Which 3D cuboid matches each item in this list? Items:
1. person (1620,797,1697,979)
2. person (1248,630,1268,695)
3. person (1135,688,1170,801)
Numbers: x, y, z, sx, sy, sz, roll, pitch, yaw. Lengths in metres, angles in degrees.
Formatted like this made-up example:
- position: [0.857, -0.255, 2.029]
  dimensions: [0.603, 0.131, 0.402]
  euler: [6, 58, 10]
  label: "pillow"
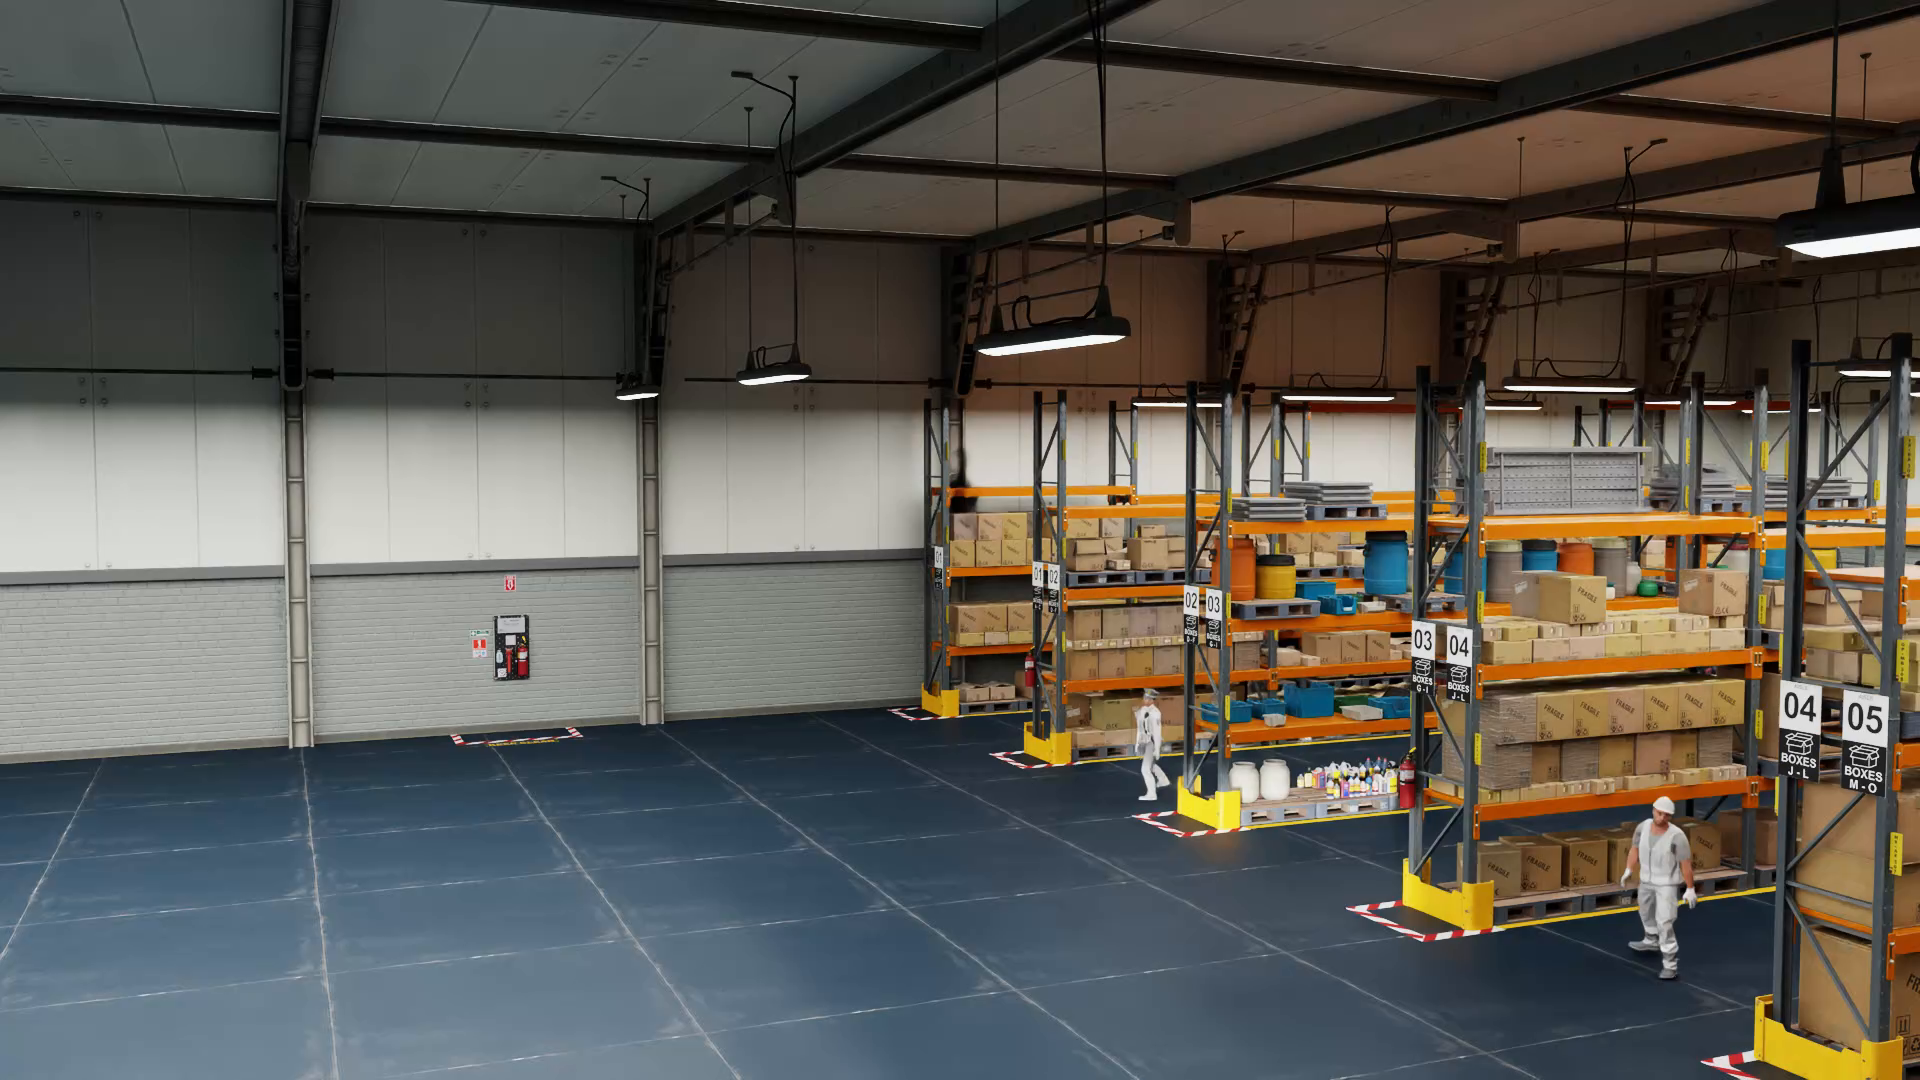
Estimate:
- position: [6.823, 3.340, 16.334]
  dimensions: [0.761, 1.734, 0.844]
  euler: [-2, 4, -29]
  label: "person"
- position: [5.736, 2.465, 31.448]
  dimensions: [0.670, 1.708, 0.657]
  euler: [-2, 4, -28]
  label: "person"
- position: [2.822, 2.925, 24.146]
  dimensions: [0.688, 1.605, 0.770]
  euler: [-1, 4, -19]
  label: "person"
